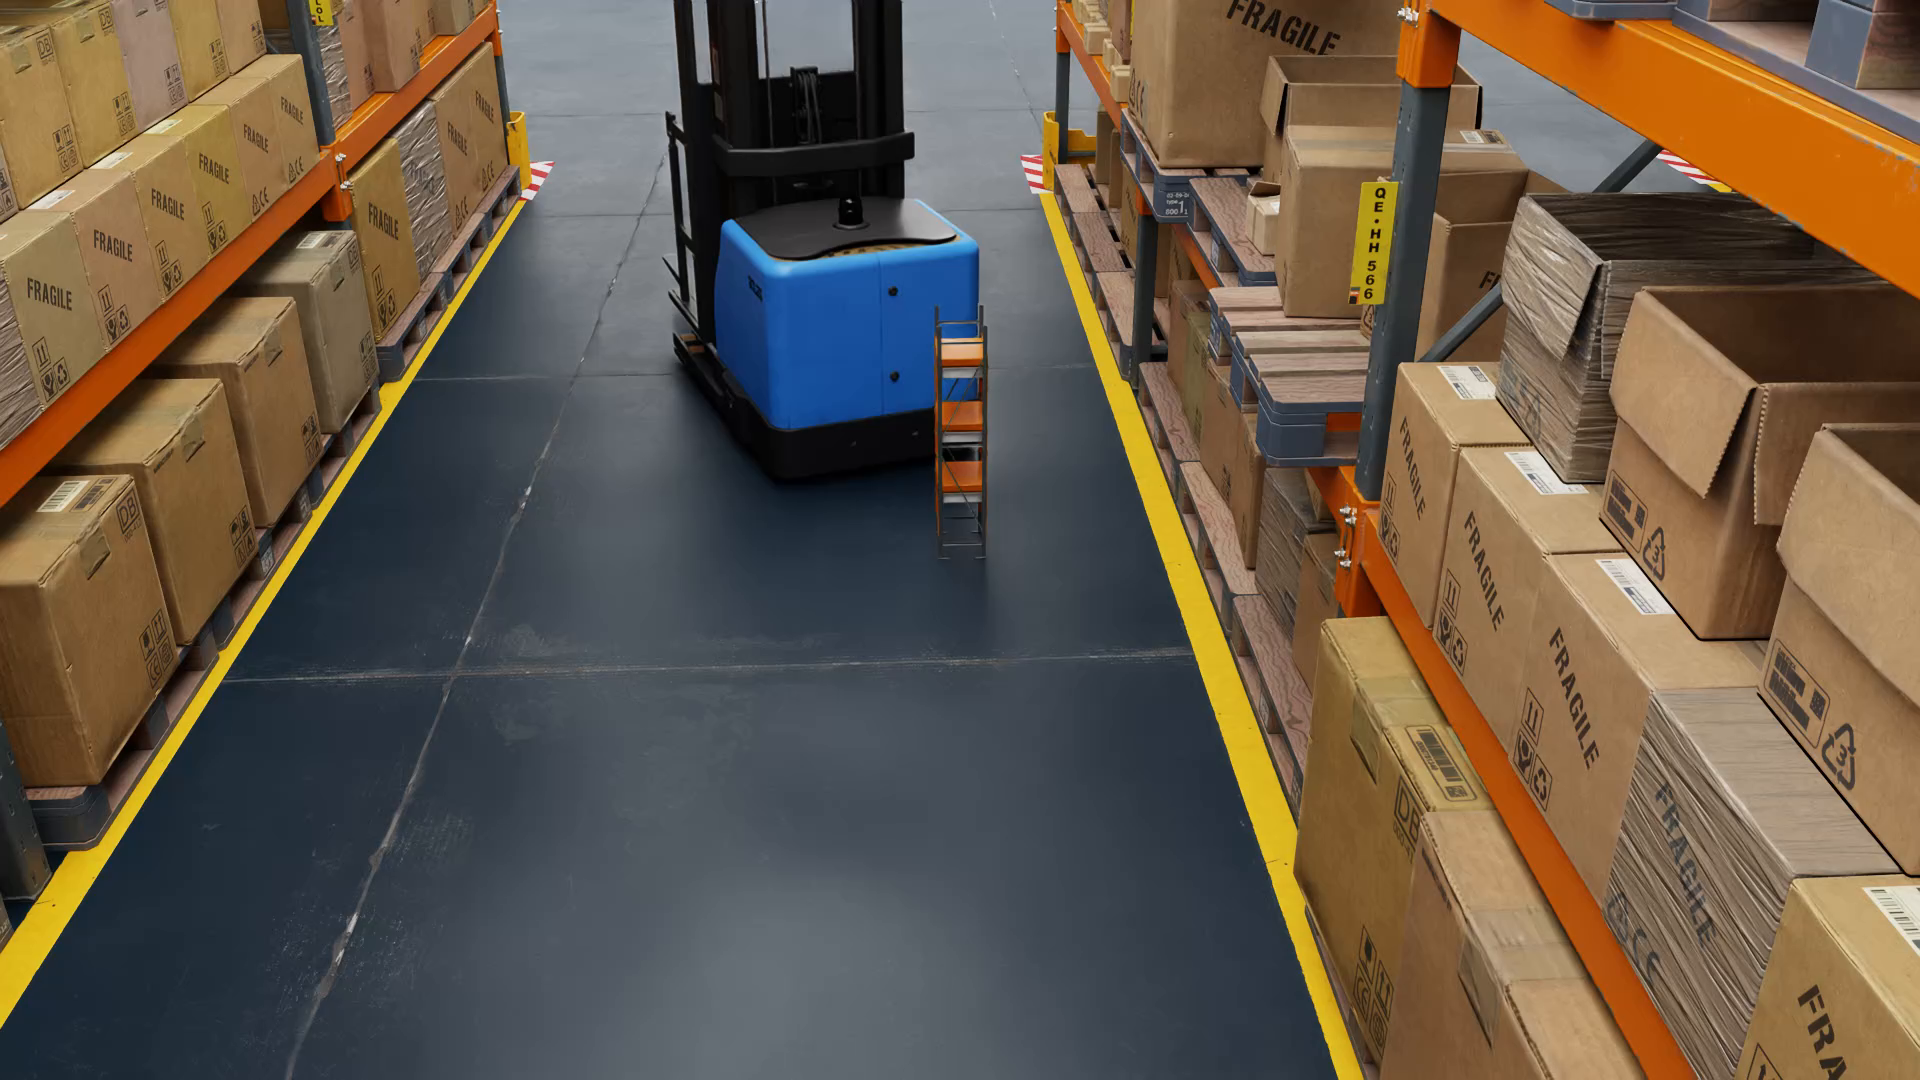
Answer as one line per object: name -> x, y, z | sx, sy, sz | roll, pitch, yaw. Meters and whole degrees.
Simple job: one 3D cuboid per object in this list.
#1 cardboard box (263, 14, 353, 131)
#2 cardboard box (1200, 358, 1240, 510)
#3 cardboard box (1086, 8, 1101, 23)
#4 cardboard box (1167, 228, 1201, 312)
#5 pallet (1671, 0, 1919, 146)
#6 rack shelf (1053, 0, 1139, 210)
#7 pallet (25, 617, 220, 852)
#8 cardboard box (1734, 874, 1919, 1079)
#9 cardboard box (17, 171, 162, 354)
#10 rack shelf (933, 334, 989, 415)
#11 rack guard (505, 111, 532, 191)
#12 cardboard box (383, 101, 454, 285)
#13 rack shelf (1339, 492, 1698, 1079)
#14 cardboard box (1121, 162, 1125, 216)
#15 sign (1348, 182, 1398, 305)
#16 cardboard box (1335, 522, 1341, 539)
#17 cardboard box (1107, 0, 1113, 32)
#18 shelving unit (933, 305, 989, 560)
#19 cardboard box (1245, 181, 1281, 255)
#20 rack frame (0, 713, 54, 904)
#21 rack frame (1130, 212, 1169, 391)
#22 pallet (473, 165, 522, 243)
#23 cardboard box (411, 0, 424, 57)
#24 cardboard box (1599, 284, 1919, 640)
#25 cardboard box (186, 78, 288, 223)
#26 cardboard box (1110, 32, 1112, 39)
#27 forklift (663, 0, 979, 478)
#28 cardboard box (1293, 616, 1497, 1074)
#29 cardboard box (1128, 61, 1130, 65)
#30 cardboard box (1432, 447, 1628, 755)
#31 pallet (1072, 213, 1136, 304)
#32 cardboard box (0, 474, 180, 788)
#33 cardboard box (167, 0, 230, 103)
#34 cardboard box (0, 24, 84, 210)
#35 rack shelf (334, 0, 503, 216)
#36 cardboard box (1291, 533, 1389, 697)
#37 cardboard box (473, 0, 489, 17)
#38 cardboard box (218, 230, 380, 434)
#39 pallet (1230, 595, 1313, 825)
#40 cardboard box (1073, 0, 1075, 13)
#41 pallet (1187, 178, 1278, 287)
cardboard box -> -3.584, -2.316, 8.285 | 0.875, 0.550, 0.550 | -1, 28, -3
cardboard box -> 1.452, -0.476, 7.147 | 0.700, 0.500, 0.500 | -4, 28, -7
cardboard box -> 1.006, -3.289, 10.584 | 0.380, 0.149, 0.250 | -1, 28, -3
cardboard box -> 1.425, -1.416, 8.970 | 0.500, 0.500, 0.500 | -2, 28, -4
pallet -> 1.763, -0.739, 2.384 | 1.003, 0.211, 1.213 | 0, 28, 0
rack shelf -> 1.302, -2.757, 10.071 | 1.077, 0.370, 4.000 | -1, 28, -3
pallet -> -3.309, 0.638, 5.798 | 1.003, 0.211, 1.213 | -1, 28, -3
cardboard box -> 1.474, 0.818, 2.329 | 0.500, 0.500, 0.500 | -2, 28, -3
cardboard box -> -3.153, -0.958, 5.735 | 0.500, 0.500, 0.500 | -1, 28, -3
rack shelf -> 0.003, -0.683, 6.834 | 0.215, 0.259, 0.240 | -1, 28, -3
rack guard -> -3.762, -2.829, 12.134 | 1.175, 0.500, 0.348 | -1, 28, -3
cardboard box -> -3.566, -2.032, 9.746 | 0.875, 0.875, 0.875 | -1, 28, -2
rack shelf -> 1.719, 0.937, 2.987 | 1.077, 0.370, 4.000 | -1, 28, -3
cardboard box -> 1.292, -2.224, 10.520 | 0.500, 0.500, 0.500 | 1, 28, 2
sign -> 1.074, -0.766, 4.309 | 0.100, 0.325, 0.005 | -1, 28, -3
cardboard box -> 1.550, -0.033, 5.487 | 0.500, 0.250, 0.500 | 0, 28, -1
cardboard box -> 1.342, -3.230, 9.770 | 0.875, 0.500, 0.500 | -1, 28, -3
shelving unit -> 0.003, -0.441, 6.960 | 0.215, 1.050, 0.252 | -1, 28, -3
cardboard box -> 1.258, -1.196, 5.990 | 0.396, 0.266, 0.258 | -2, 28, -4
rack frame -> -3.343, -0.232, 4.452 | 1.000, 3.000, 0.127 | -1, 28, -3
rack frame -> 1.406, -2.153, 8.134 | 1.000, 3.000, 0.127 | -1, 28, -3
pallet -> -3.641, -2.323, 11.476 | 1.003, 0.211, 1.213 | -1, 28, -3
cardboard box -> -3.673, -3.064, 9.719 | 0.875, 0.550, 0.500 | -1, 28, -3
cardboard box -> 1.668, -0.155, 3.111 | 0.797, 0.503, 0.637 | -1, 28, -1
cardboard box -> -3.232, -1.656, 7.073 | 0.500, 0.500, 0.500 | -2, 28, -3
cardboard box -> 1.101, -2.944, 9.922 | 0.380, 0.149, 0.250 | -1, 28, -3
forklift -> -0.919, -2.244, 8.383 | 1.130, 2.935, 3.031 | -11, 29, -19
cardboard box -> 1.630, 0.770, 4.374 | 1.225, 0.875, 0.875 | -3, 28, -5
cardboard box -> 1.139, -2.597, 9.258 | 0.380, 0.149, 0.250 | -1, 28, -3
cardboard box -> 1.398, 0.119, 3.669 | 0.500, 0.500, 0.500 | -2, 28, -4
pallet -> 1.269, -1.790, 10.454 | 1.003, 0.211, 1.213 | -1, 28, -3
cardboard box -> -3.285, 0.296, 5.418 | 1.050, 0.750, 0.750 | -2, 28, -3
cardboard box -> -3.492, -2.100, 6.844 | 0.700, 0.500, 0.500 | -2, 28, -3
cardboard box -> -3.414, -1.398, 5.497 | 0.700, 0.500, 0.500 | -2, 28, -3
rack shelf -> -3.657, -2.684, 9.931 | 1.077, 0.370, 4.000 | -1, 28, -3
cardboard box -> 1.560, 0.299, 5.660 | 0.700, 0.500, 0.500 | -3, 28, -5
cardboard box -> -3.697, -3.823, 11.174 | 0.875, 0.550, 0.550 | -1, 28, -3
cardboard box -> -3.430, -0.984, 7.871 | 1.050, 0.750, 0.750 | -2, 28, -3
pallet -> 1.576, 0.570, 5.929 | 1.003, 0.211, 1.213 | -1, 28, -3
cardboard box -> 0.968, -3.635, 11.248 | 0.380, 0.149, 0.250 | -1, 28, -3
pallet -> 1.471, -1.133, 6.387 | 1.003, 0.211, 1.213 | -1, 28, -3
